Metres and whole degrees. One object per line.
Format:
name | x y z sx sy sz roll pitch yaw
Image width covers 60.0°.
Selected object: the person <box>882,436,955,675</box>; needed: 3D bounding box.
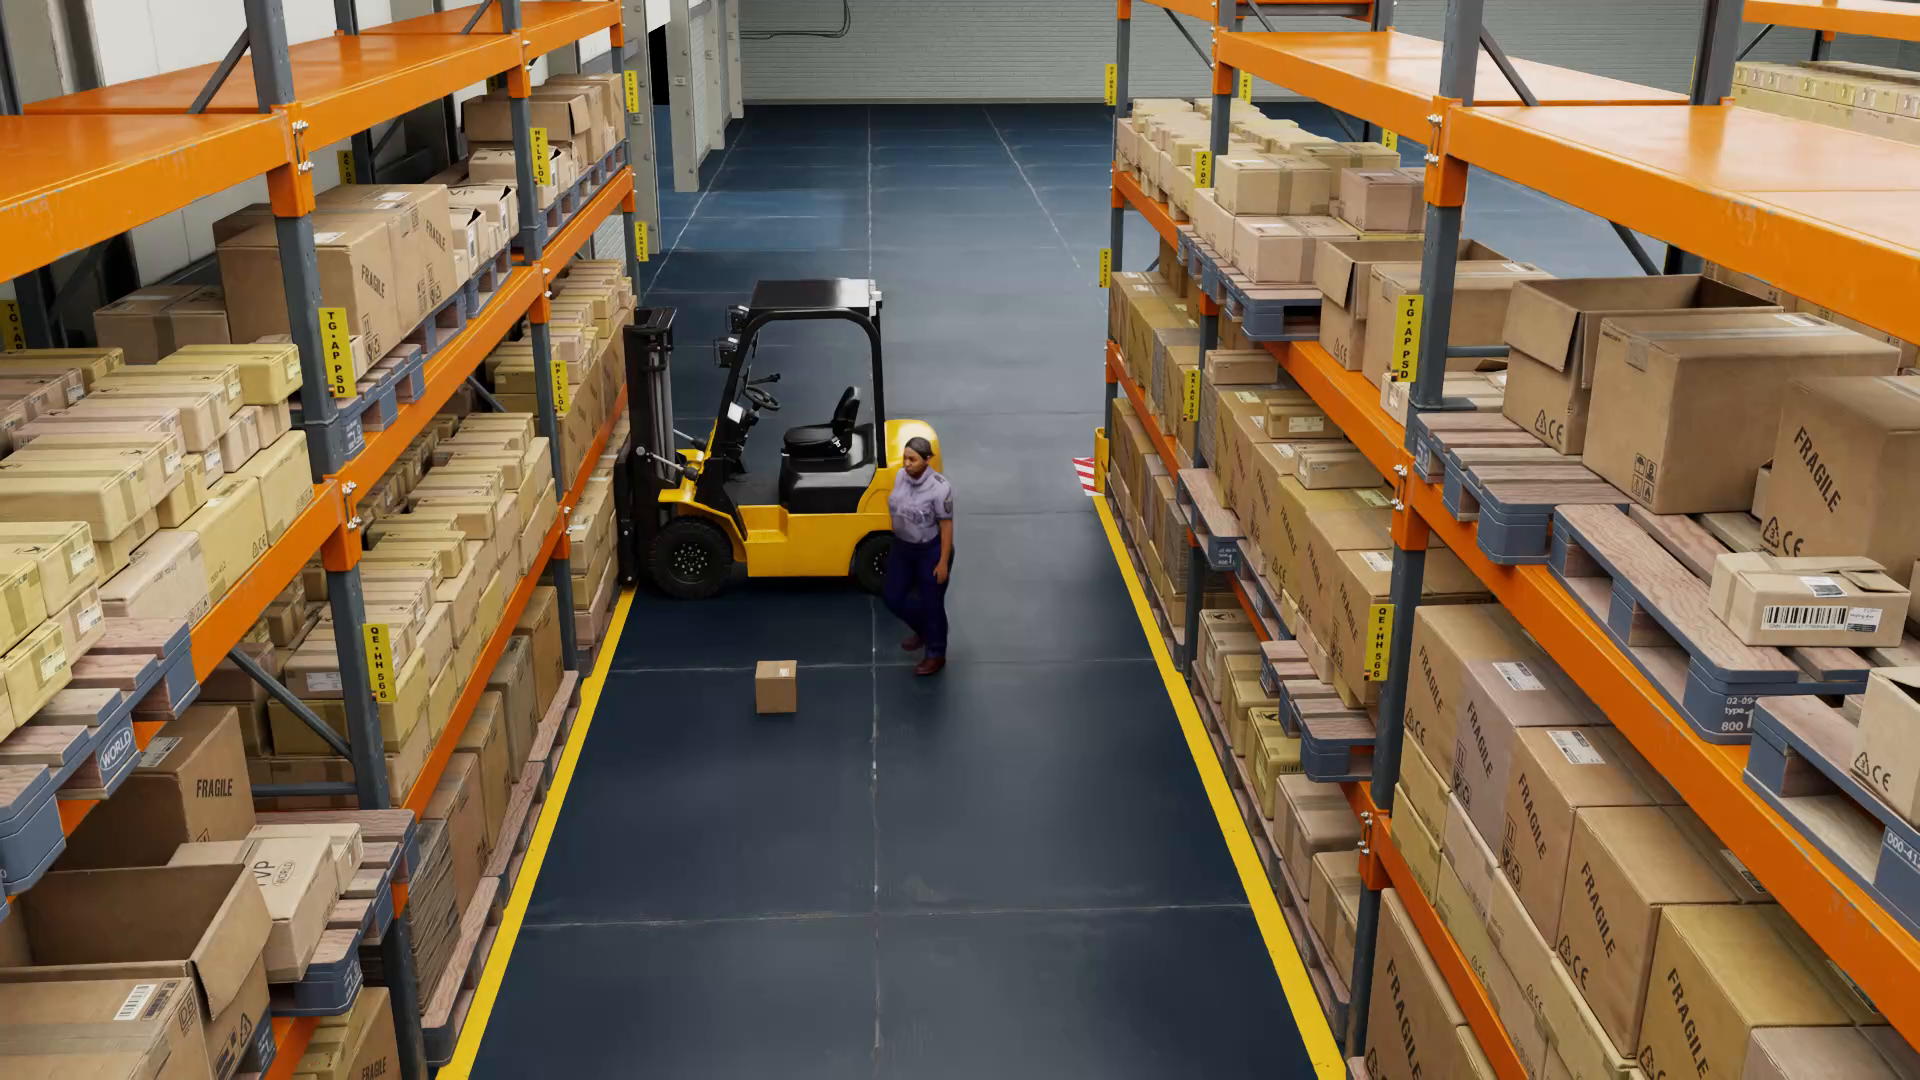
person | -0.227 0.084 10.870 0.522 1.629 0.477 16 26 36
